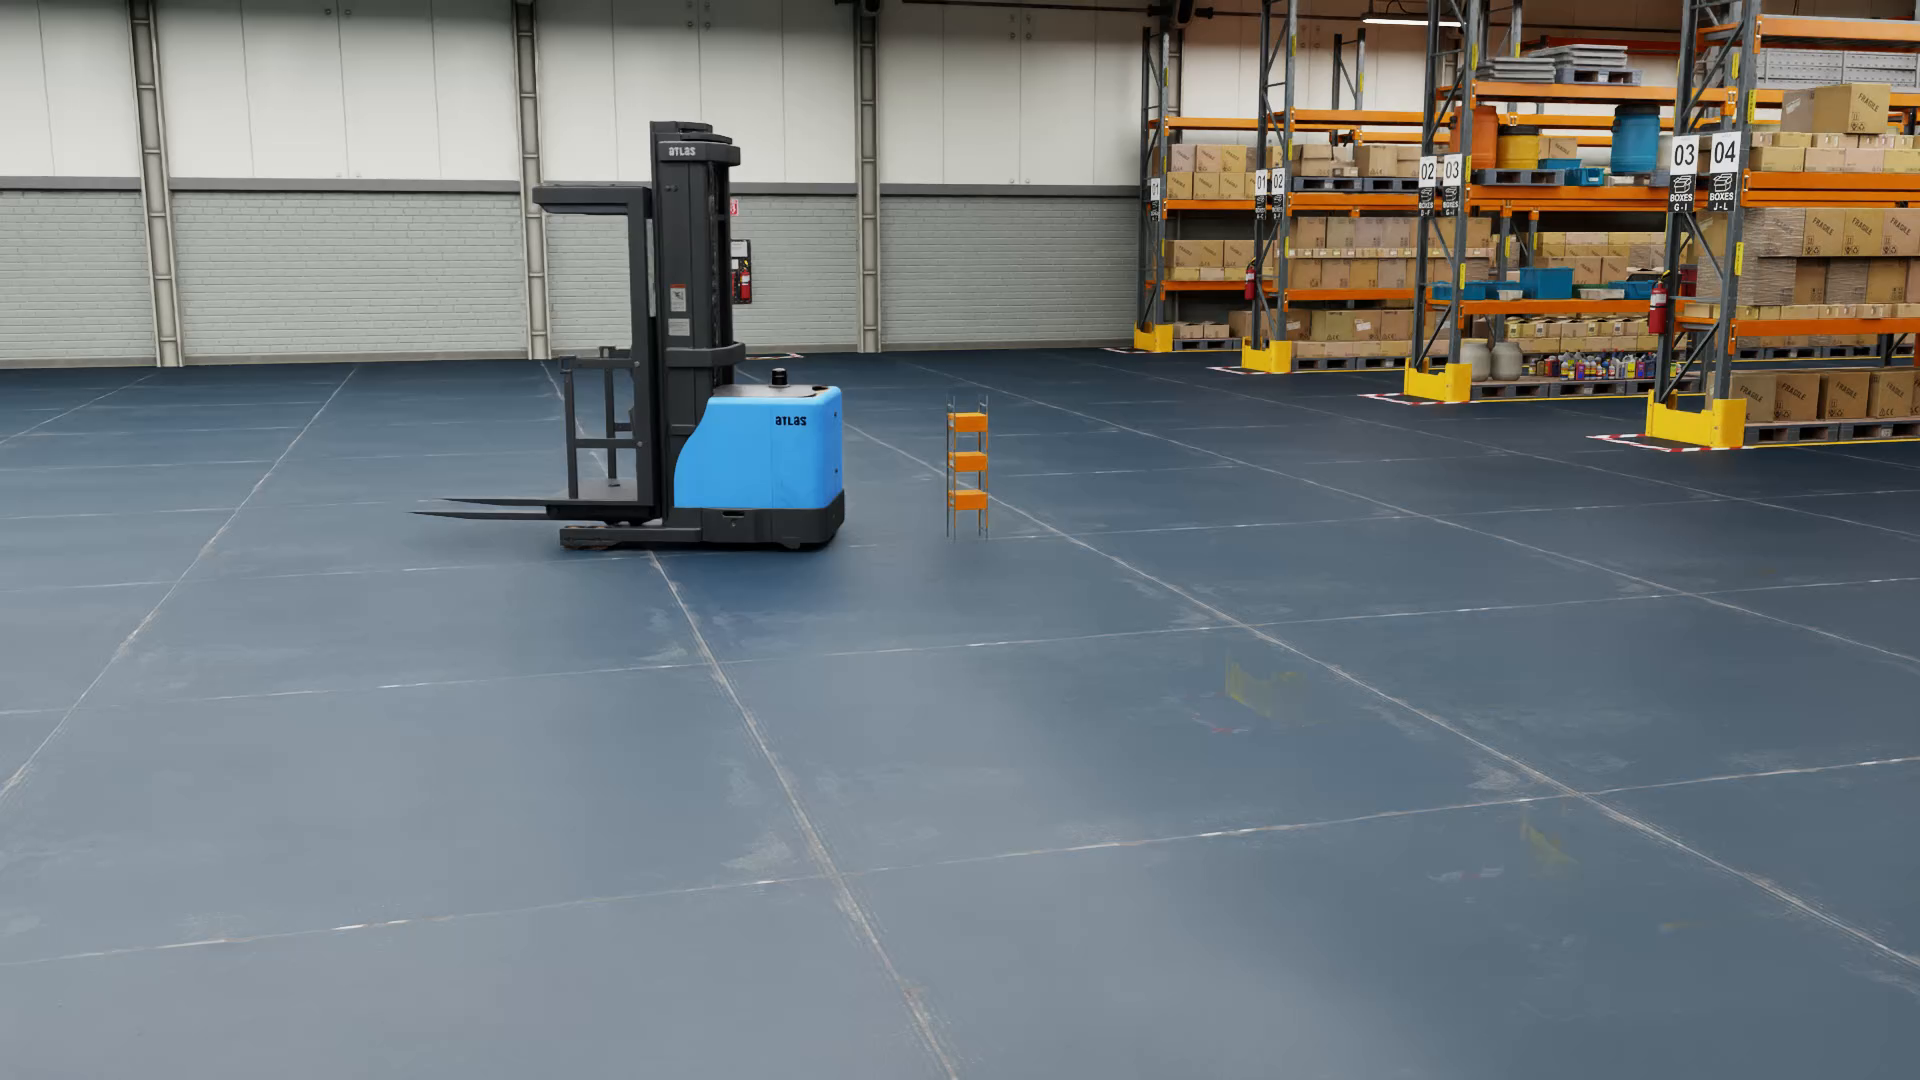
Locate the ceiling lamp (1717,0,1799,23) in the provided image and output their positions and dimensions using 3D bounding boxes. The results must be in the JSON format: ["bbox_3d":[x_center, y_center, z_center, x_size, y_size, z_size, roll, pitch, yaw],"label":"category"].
[{"bbox_3d":[15.130,-11.016,30.905,2.000,3.185,0.800,-3,11,-16],"label":"ceiling lamp"}]

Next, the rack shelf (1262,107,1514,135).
[{"bbox_3d":[6.934,-6.757,26.989,4.000,0.370,1.077,-3,11,-16],"label":"rack shelf"}]

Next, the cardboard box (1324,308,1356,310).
[{"bbox_3d":[6.401,-3.611,27.741,0.500,0.500,0.500,-3,11,-16],"label":"cardboard box"}]

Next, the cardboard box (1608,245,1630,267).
[{"bbox_3d":[13.324,-5.785,34.032,0.500,0.500,0.500,-3,11,-14],"label":"cardboard box"}]

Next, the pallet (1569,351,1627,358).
[{"bbox_3d":[10.724,-3.194,28.811,1.213,0.211,1.003,-3,11,-16],"label":"pallet"}]

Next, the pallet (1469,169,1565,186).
[{"bbox_3d":[7.216,-4.802,22.083,1.213,0.211,1.003,-3,11,-16],"label":"pallet"}]

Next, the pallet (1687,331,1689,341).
[{"bbox_3d":[14.427,-4.301,34.825,1.213,0.211,1.003,-3,11,-16],"label":"pallet"}]

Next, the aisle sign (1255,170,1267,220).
[{"bbox_3d":[4.868,-5.582,26.905,0.004,0.787,0.394,-3,11,-16],"label":"aisle sign"}]

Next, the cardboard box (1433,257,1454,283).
[{"bbox_3d":[7.925,-4.456,27.692,0.500,0.500,0.700,-3,11,-17],"label":"cardboard box"}]

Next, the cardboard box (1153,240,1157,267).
[{"bbox_3d":[4.019,-5.483,31.832,0.500,0.500,0.500,-3,11,-17],"label":"cardboard box"}]

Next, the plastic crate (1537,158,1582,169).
[{"bbox_3d":[8.141,-5.011,22.741,0.575,0.384,0.392,-3,11,-16],"label":"plastic crate"}]

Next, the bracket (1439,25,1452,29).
[{"bbox_3d":[9.517,-10.244,32.898,0.430,0.232,0.235,-3,11,-16],"label":"bracket"}]

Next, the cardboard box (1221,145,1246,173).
[{"bbox_3d":[5.048,-7.165,31.303,0.500,0.500,0.500,-3,11,-14],"label":"cardboard box"}]

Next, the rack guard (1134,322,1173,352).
[{"bbox_3d":[3.698,-3.892,31.805,0.348,0.500,1.175,-3,11,-16],"label":"rack guard"}]

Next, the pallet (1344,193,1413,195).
[{"bbox_3d":[8.088,-6.715,32.472,1.003,0.211,1.213,-3,11,-16],"label":"pallet"}]

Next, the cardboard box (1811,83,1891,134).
[{"bbox_3d":[9.280,-4.479,17.326,0.500,0.500,0.500,-3,11,-16],"label":"cardboard box"}]

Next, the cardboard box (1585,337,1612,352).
[{"bbox_3d":[10.787,-3.368,28.491,0.500,0.250,0.500,-3,11,-15],"label":"cardboard box"}]

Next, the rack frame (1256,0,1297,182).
[{"bbox_3d":[5.014,-7.207,26.338,0.127,3.000,1.000,-3,11,-16],"label":"rack frame"}]

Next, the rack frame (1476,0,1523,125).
[{"bbox_3d":[8.854,-7.409,27.437,0.127,3.000,1.000,-3,11,-16],"label":"rack frame"}]

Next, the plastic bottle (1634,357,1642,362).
[{"bbox_3d":[9.447,-2.406,23.140,0.135,0.276,0.152,-3,11,-16],"label":"plastic bottle"}]

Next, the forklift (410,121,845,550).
[{"bbox_3d":[-2.403,-1.463,11.897,3.031,2.935,1.130,1,10,4],"label":"forklift"}]

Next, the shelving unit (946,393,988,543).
[{"bbox_3d":[0.051,-0.519,11.966,0.252,1.050,0.215,-3,11,-16],"label":"shelving unit"}]

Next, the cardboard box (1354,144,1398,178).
[{"bbox_3d":[6.684,-6.092,26.748,0.500,0.500,0.500,-3,11,-16],"label":"cardboard box"}]

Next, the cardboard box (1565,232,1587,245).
[{"bbox_3d":[12.330,-6.102,33.681,0.500,0.250,0.500,-3,11,-17],"label":"cardboard box"}]

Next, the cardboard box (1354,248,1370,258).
[{"bbox_3d":[6.441,-4.659,27.003,0.250,0.149,0.380,-3,11,-18],"label":"cardboard box"}]

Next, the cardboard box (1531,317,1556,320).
[{"bbox_3d":[10.140,-3.711,28.806,0.500,0.311,0.500,-3,11,-16],"label":"cardboard box"}]

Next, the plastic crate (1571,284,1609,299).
[{"bbox_3d":[8.853,-3.473,23.215,0.662,0.188,0.450,-3,11,-16],"label":"plastic crate"}]

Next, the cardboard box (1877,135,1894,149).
[{"bbox_3d":[9.593,-4.186,17.527,0.250,0.149,0.380,-3,11,-17],"label":"cardboard box"}]

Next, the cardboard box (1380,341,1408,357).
[{"bbox_3d":[7.031,-3.174,27.440,0.500,0.250,0.500,-3,11,-16],"label":"cardboard box"}]

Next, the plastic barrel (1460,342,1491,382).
[{"bbox_3d":[7.005,-2.424,22.643,0.421,0.512,0.421,0,10,0],"label":"plastic barrel"}]

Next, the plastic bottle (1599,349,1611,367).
[{"bbox_3d":[9.163,-2.533,23.620,0.185,0.351,0.144,-4,11,-18],"label":"plastic bottle"}]

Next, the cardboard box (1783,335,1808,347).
[{"bbox_3d":[14.695,-3.701,29.552,0.500,0.500,0.500,-3,11,-18],"label":"cardboard box"}]

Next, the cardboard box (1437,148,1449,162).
[{"bbox_3d":[8.297,-6.279,27.760,0.500,0.500,0.500,-2,11,-11],"label":"cardboard box"}]

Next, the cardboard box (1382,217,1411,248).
[{"bbox_3d":[6.984,-5.046,27.312,0.500,0.500,0.700,-3,11,-16],"label":"cardboard box"}]

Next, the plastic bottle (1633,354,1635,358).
[{"bbox_3d":[9.534,-2.498,23.619,0.133,0.283,0.061,-3,11,-16],"label":"plastic bottle"}]

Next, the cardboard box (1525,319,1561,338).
[{"bbox_3d":[9.803,-3.591,28.152,0.500,0.311,0.500,-3,11,-17],"label":"cardboard box"}]

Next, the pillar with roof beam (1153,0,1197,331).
[{"bbox_3d":[5.259,-7.505,27.958,0.548,9.000,9.100,-3,11,-16],"label":"pillar with roof beam"}]

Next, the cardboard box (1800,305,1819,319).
[{"bbox_3d":[8.843,-2.419,17.595,0.250,0.149,0.380,-3,11,-16],"label":"cardboard box"}]

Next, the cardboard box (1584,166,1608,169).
[{"bbox_3d":[12.785,-7.359,33.959,0.500,0.500,0.700,-2,11,-13],"label":"cardboard box"}]

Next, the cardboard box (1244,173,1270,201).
[{"bbox_3d":[5.548,-6.704,31.559,0.500,0.500,0.500,-2,11,-12],"label":"cardboard box"}]

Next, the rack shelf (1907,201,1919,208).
[{"bbox_3d":[15.996,-5.022,24.745,4.000,0.370,1.077,-3,11,-16],"label":"rack shelf"}]

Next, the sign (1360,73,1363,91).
[{"bbox_3d":[7.600,-8.673,31.505,0.005,0.325,0.100,-3,11,-16],"label":"sign"}]

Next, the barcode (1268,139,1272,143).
[{"bbox_3d":[6.011,-7.733,32.237,0.075,0.075,0.001,-3,11,-16],"label":"barcode"}]

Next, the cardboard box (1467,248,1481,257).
[{"bbox_3d":[8.415,-4.764,27.569,0.250,0.149,0.380,-3,11,-17],"label":"cardboard box"}]

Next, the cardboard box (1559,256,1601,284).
[{"bbox_3d":[10.583,-4.596,28.450,0.500,0.500,0.500,-3,11,-16],"label":"cardboard box"}]

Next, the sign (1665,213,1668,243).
[{"bbox_3d":[7.643,-3.356,17.922,0.005,0.325,0.100,-3,11,-16],"label":"sign"}]

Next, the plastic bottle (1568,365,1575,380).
[{"bbox_3d":[8.322,-2.278,22.649,0.097,0.201,0.097,0,10,0],"label":"plastic bottle"}]

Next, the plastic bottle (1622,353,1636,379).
[{"bbox_3d":[9.203,-2.402,22.911,0.185,0.351,0.144,-3,11,-16],"label":"plastic bottle"}]

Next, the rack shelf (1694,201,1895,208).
[{"bbox_3d":[14.615,-5.884,29.423,4.000,0.370,1.077,-3,11,-16],"label":"rack shelf"}]

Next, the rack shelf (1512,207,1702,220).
[{"bbox_3d":[13.227,-6.745,34.100,4.000,0.370,1.077,-3,11,-16],"label":"rack shelf"}]

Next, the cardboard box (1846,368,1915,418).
[{"bbox_3d":[10.102,-1.625,18.332,0.500,0.500,0.500,-4,11,-21],"label":"cardboard box"}]

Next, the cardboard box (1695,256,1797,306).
[{"bbox_3d":[8.315,-2.752,17.615,0.500,0.500,0.875,-3,11,-16],"label":"cardboard box"}]

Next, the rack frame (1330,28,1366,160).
[{"bbox_3d":[7.466,-8.270,32.114,0.127,3.000,1.000,-3,11,-16],"label":"rack frame"}]

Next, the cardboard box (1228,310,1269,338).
[{"bbox_3d":[5.581,-4.181,32.160,0.500,0.500,0.700,-4,11,-20],"label":"cardboard box"}]

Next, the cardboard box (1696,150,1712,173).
[{"bbox_3d":[8.171,-4.004,17.640,0.500,0.250,0.500,-3,11,-15],"label":"cardboard box"}]
